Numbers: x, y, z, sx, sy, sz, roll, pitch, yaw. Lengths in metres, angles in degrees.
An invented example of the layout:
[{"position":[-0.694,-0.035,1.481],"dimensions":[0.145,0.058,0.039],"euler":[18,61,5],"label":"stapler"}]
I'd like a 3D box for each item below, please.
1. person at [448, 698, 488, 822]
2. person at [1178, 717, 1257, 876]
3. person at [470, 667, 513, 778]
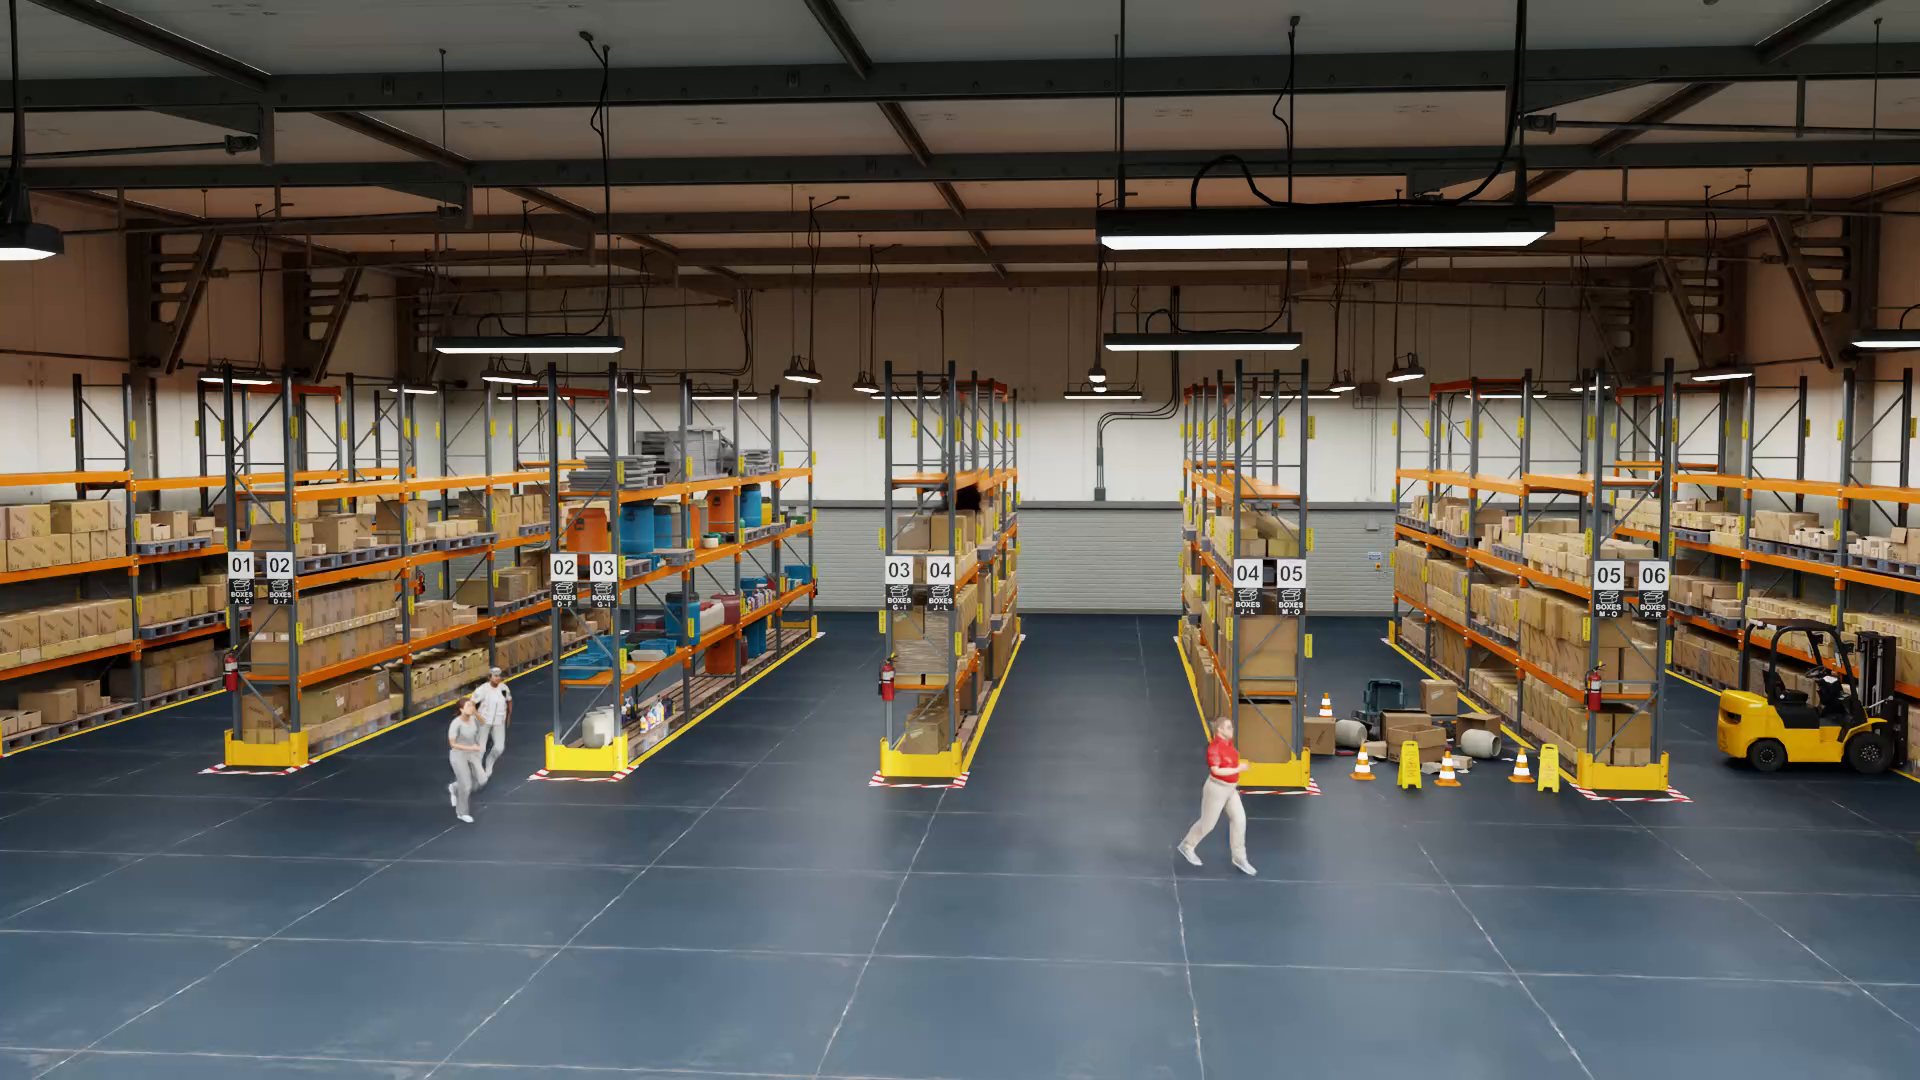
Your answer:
[{"position":[-6.292,2.804,21.261],"dimensions":[0.629,1.621,0.603],"euler":[2,4,26],"label":"person"},{"position":[2.929,2.862,18.888],"dimensions":[0.914,1.725,0.642],"euler":[3,5,35],"label":"person"},{"position":[-6.698,2.632,23.850],"dimensions":[0.662,1.611,0.550],"euler":[-2,4,-29],"label":"person"}]
